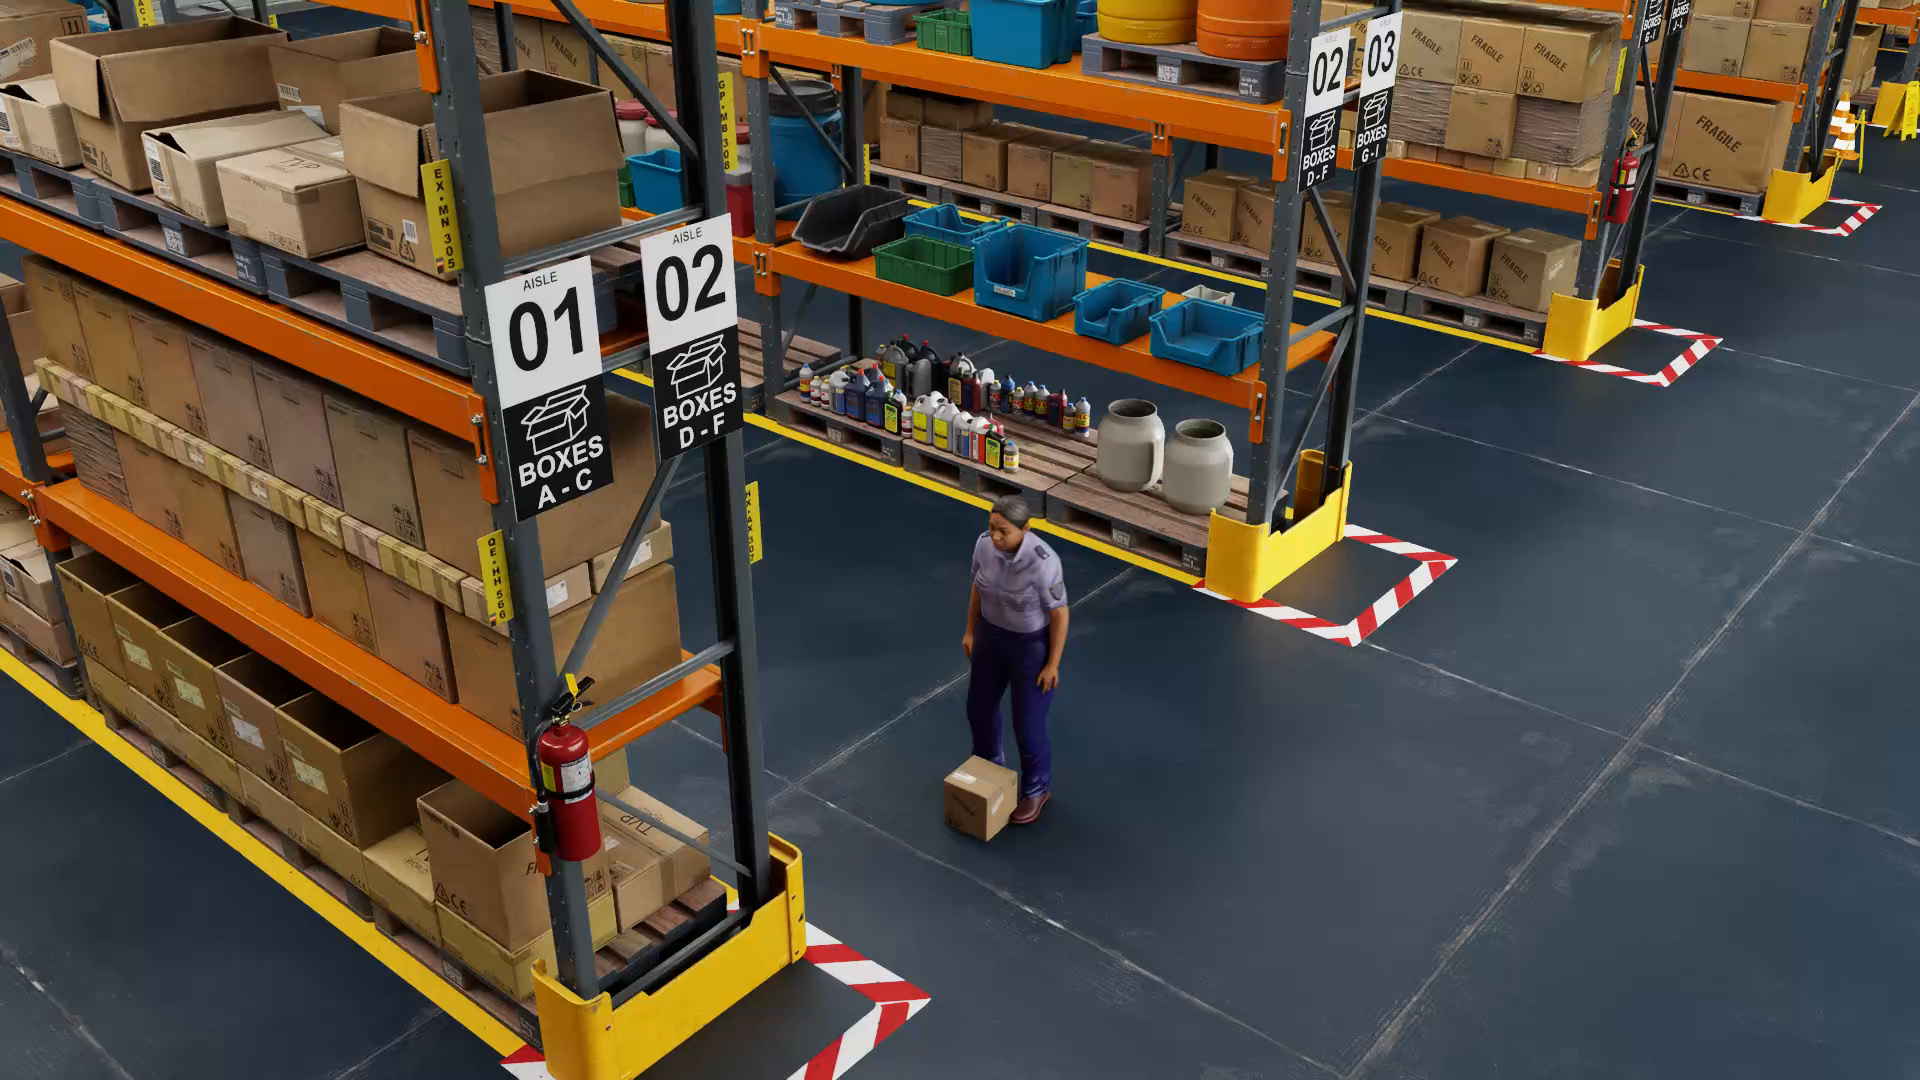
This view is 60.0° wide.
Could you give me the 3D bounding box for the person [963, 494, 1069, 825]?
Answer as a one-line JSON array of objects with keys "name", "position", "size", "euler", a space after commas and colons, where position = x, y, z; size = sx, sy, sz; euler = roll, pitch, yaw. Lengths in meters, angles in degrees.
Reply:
[{"name": "person", "position": [0.244, 0.505, 7.658], "size": [0.547, 1.651, 0.367], "euler": [20, 34, 34]}]
